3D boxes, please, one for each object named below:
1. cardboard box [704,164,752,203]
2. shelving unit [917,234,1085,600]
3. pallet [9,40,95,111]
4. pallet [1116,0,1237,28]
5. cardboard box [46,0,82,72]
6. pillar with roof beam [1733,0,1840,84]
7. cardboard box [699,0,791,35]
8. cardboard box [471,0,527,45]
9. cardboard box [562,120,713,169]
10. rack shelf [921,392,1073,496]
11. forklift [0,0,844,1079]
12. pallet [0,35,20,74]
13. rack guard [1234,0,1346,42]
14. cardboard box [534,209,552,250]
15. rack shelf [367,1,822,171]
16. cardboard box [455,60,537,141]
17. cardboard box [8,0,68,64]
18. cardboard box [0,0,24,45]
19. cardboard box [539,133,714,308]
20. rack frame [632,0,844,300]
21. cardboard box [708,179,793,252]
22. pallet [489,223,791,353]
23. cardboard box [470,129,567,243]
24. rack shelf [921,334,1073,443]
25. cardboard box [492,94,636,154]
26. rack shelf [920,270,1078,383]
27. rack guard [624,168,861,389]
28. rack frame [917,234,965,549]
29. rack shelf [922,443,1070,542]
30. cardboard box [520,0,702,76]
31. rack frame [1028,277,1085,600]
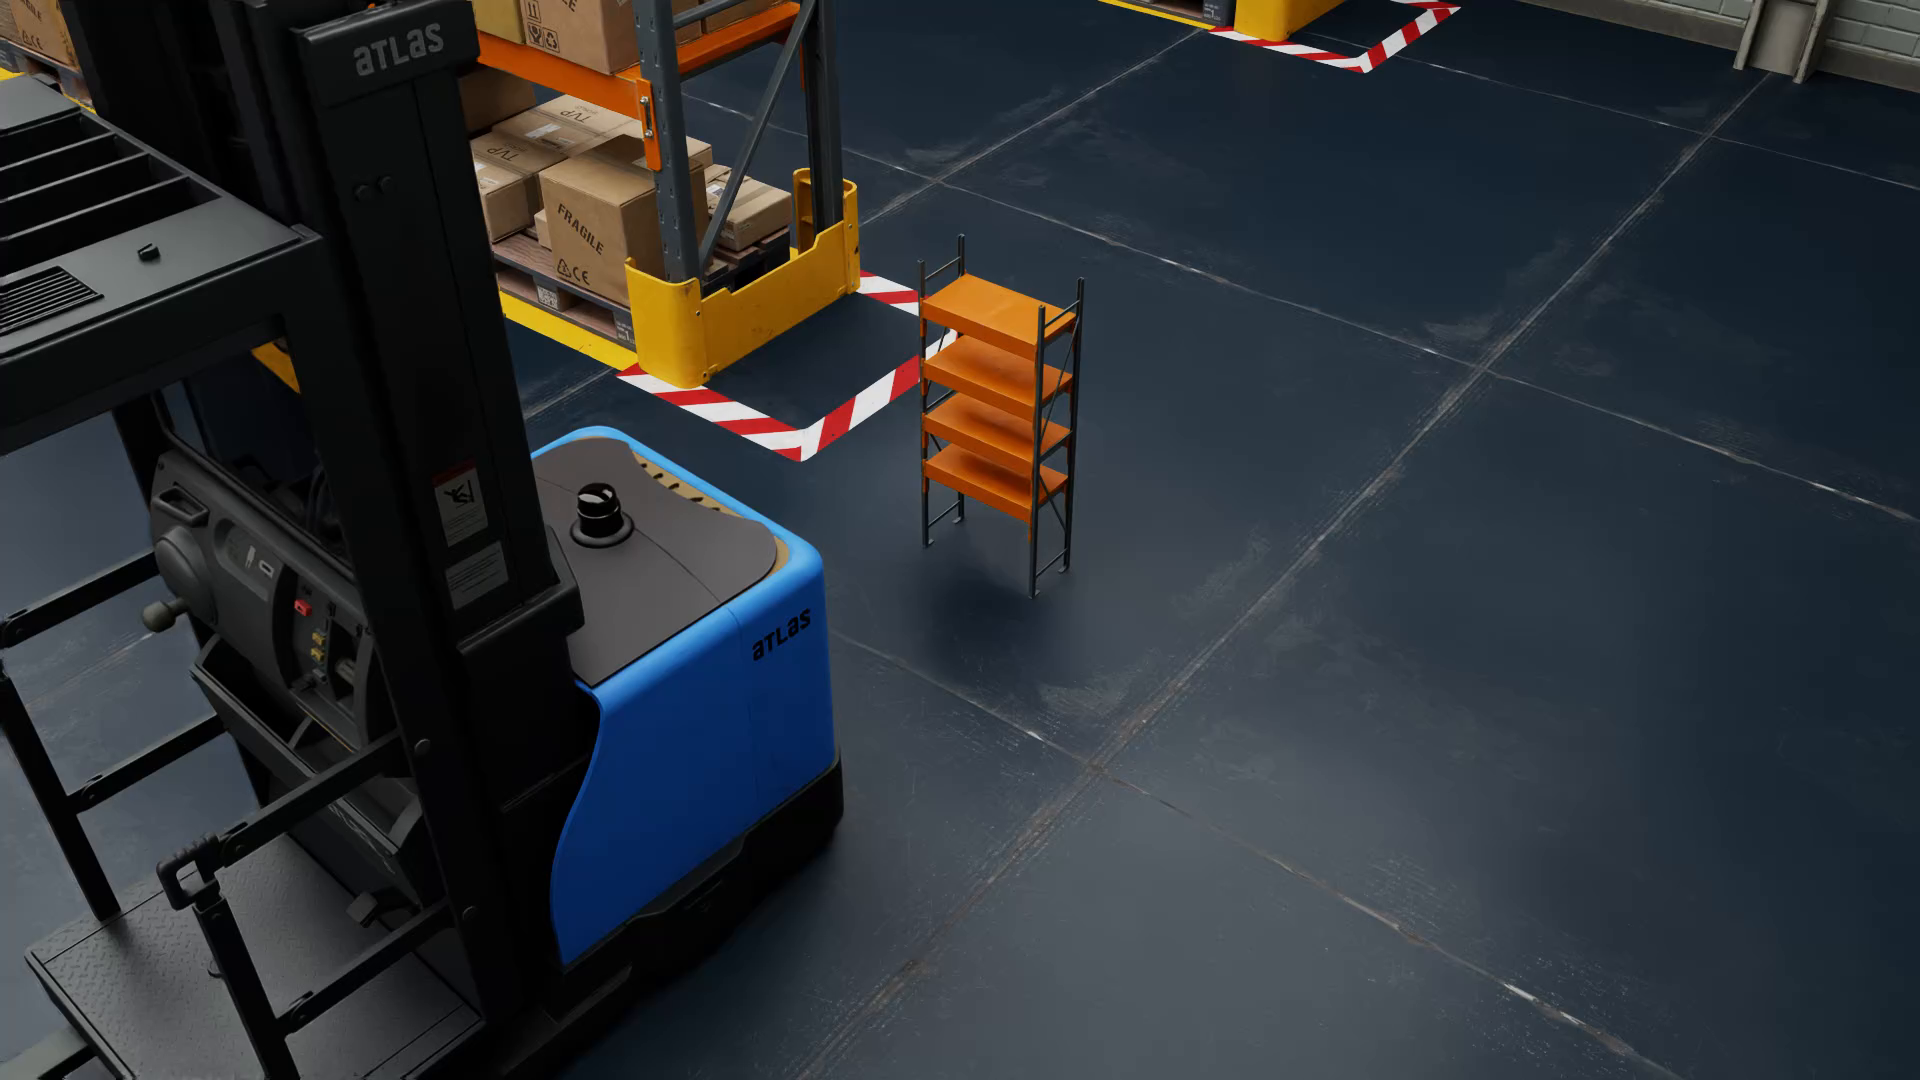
[{"bbox_3d":[-1.191,-1.604,7.807,0.250,0.166,0.380,25,45,29],"label":"cardboard box"},{"bbox_3d":[0.131,-0.410,5.801,0.503,1.200,0.258,25,45,29],"label":"shelving unit"},{"bbox_3d":[-4.715,-2.814,9.673,1.213,0.211,1.003,25,45,29],"label":"pallet"},{"bbox_3d":[1.455,-3.718,10.828,1.213,0.211,1.003,25,45,29],"label":"pallet"},{"bbox_3d":[-4.612,-2.860,9.140,0.500,0.500,0.500,25,44,28],"label":"cardboard box"},{"bbox_3d":[2.192,-4.222,4.342,0.400,9.000,9.100,25,45,29],"label":"pillar with roof beam"},{"bbox_3d":[-1.061,-2.463,6.881,0.500,0.500,0.500,26,45,29],"label":"cardboard box"},{"bbox_3d":[-1.804,-2.394,6.794,0.500,0.500,0.500,26,45,29],"label":"cardboard box"},{"bbox_3d":[-1.526,-1.748,7.924,0.500,0.250,0.500,25,45,29],"label":"cardboard box"},{"bbox_3d":[0.131,-0.357,5.842,0.480,0.148,0.258,25,45,29],"label":"rack shelf"},{"bbox_3d":[-1.713,0.199,3.618,1.130,2.935,3.031,29,46,32],"label":"forklift"},{"bbox_3d":[-5.688,-3.271,10.257,1.213,0.211,1.003,25,45,29],"label":"pallet"},{"bbox_3d":[2.157,-3.562,10.394,0.348,0.500,1.175,25,45,29],"label":"rack guard"},{"bbox_3d":[-1.717,-1.464,7.629,0.250,0.166,0.380,25,45,29],"label":"cardboard box"},{"bbox_3d":[-2.457,-2.594,7.713,4.000,0.370,1.077,25,45,29],"label":"rack shelf"},{"bbox_3d":[-2.551,-2.115,8.187,0.637,0.503,0.797,25,45,29],"label":"cardboard box"},{"bbox_3d":[-5.000,-3.049,9.382,0.500,0.500,0.500,25,45,29],"label":"cardboard box"},{"bbox_3d":[-5.398,-3.237,9.622,0.500,0.500,0.500,26,45,29],"label":"cardboard box"},{"bbox_3d":[-1.450,-1.400,7.276,0.500,0.500,0.500,25,45,29],"label":"cardboard box"},{"bbox_3d":[-0.869,-2.128,6.535,0.127,3.000,1.000,25,45,29],"label":"rack frame"},{"bbox_3d":[-0.993,-1.504,7.693,0.250,0.149,0.380,25,45,29],"label":"cardboard box"},{"bbox_3d":[-1.563,-1.357,7.812,1.213,0.211,1.003,25,45,29],"label":"pallet"},{"bbox_3d":[-2.187,-1.672,7.826,0.500,0.250,0.500,25,45,29],"label":"cardboard box"},{"bbox_3d":[0.131,-0.534,5.705,0.480,0.148,0.258,25,45,29],"label":"rack shelf"},{"bbox_3d":[-1.923,-1.936,8.163,0.500,0.250,0.500,25,45,29],"label":"cardboard box"},{"bbox_3d":[0.131,-0.720,5.559,0.480,0.148,0.258,25,45,29],"label":"rack shelf"},{"bbox_3d":[-0.929,-1.172,7.342,0.348,0.500,1.175,25,45,29],"label":"rack guard"},{"bbox_3d":[-0.062,-0.502,5.918,0.015,1.200,0.240,25,45,29],"label":"rack frame"},{"bbox_3d":[0.131,-0.201,5.965,0.480,0.148,0.258,25,45,29],"label":"rack shelf"},{"bbox_3d":[-1.390,-2.202,6.548,0.500,0.500,0.500,27,45,30],"label":"cardboard box"},{"bbox_3d":[0.325,-0.319,5.684,0.015,1.200,0.240,25,45,29],"label":"rack frame"}]
